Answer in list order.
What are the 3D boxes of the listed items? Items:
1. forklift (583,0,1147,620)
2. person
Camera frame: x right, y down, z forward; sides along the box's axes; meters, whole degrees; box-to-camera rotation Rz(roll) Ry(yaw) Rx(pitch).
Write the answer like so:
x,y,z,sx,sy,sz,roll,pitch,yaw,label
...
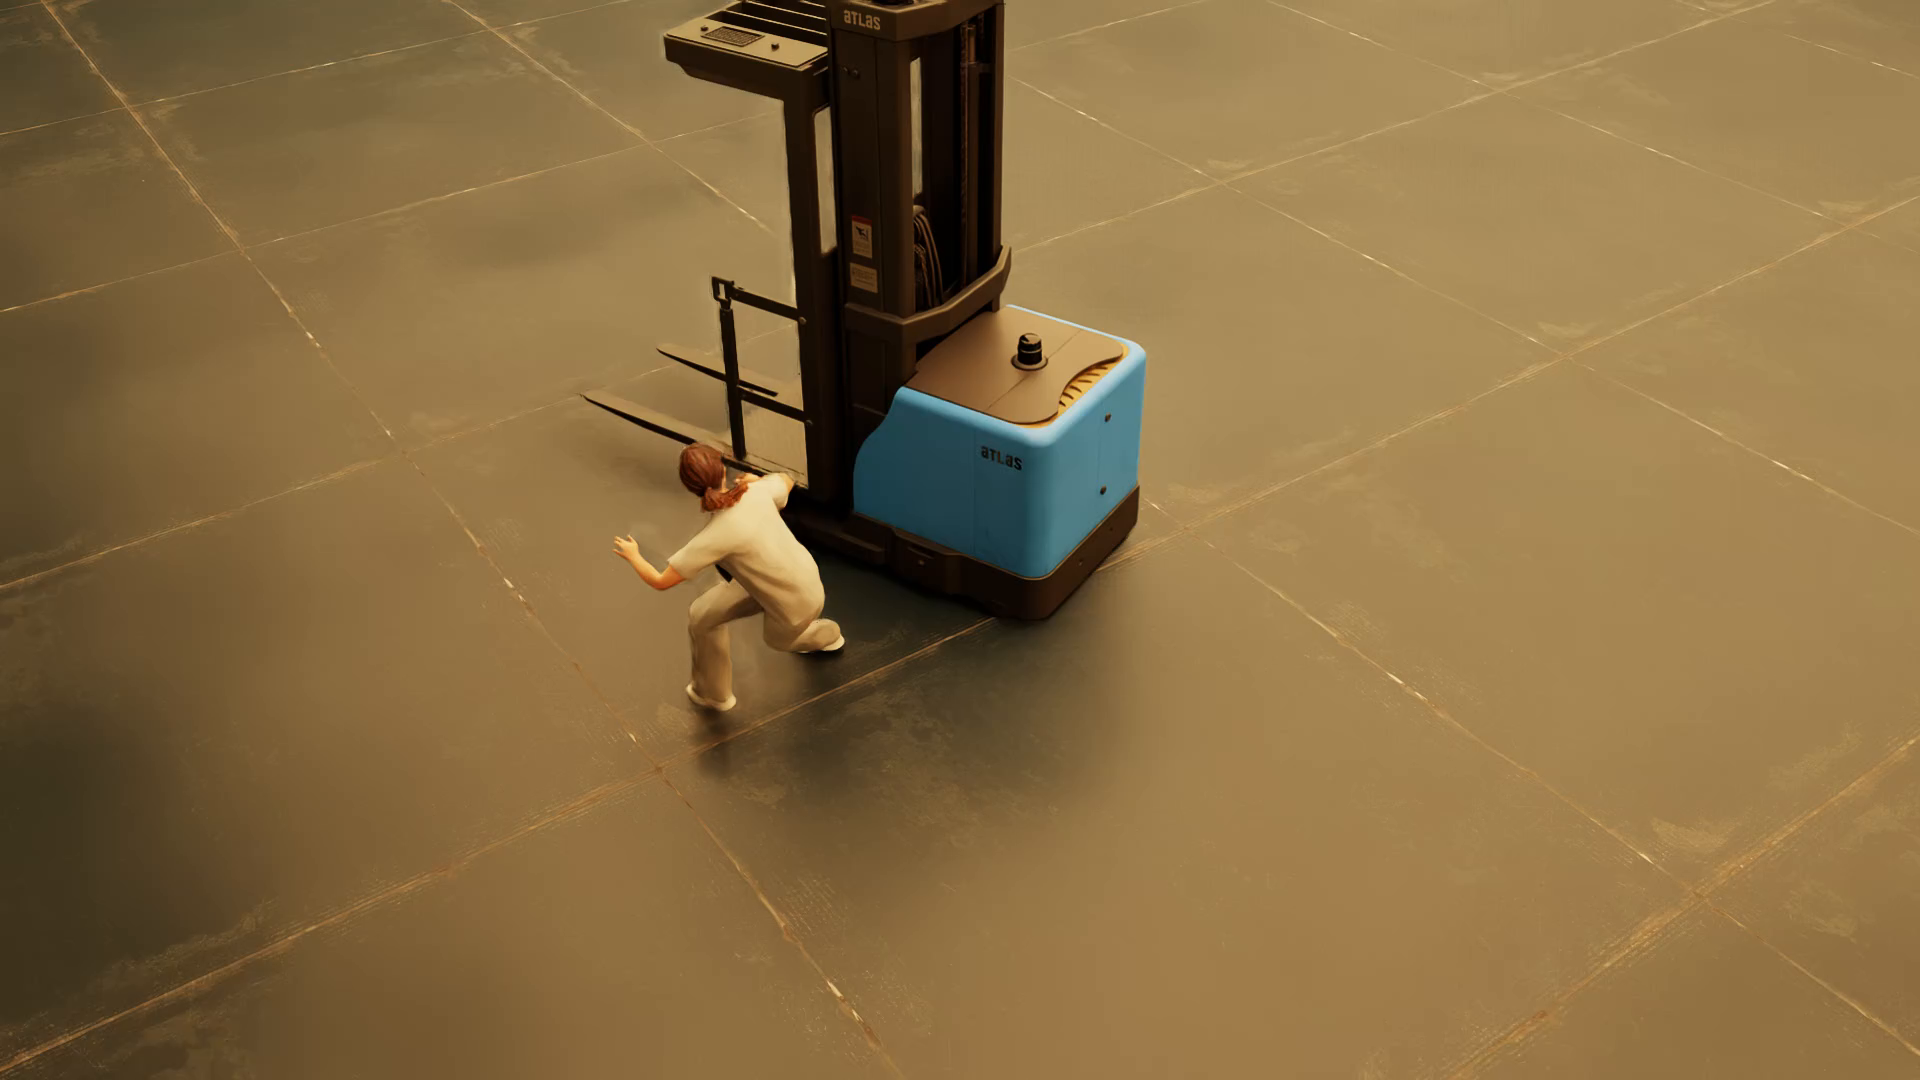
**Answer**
x,y,z,sx,sy,sz,roll,pitch,yaw,label
-0.618,-1.472,7.936,3.031,2.935,1.130,21,41,26,forklift
-0.972,0.129,7.020,0.892,1.419,0.878,-1,36,-1,person
